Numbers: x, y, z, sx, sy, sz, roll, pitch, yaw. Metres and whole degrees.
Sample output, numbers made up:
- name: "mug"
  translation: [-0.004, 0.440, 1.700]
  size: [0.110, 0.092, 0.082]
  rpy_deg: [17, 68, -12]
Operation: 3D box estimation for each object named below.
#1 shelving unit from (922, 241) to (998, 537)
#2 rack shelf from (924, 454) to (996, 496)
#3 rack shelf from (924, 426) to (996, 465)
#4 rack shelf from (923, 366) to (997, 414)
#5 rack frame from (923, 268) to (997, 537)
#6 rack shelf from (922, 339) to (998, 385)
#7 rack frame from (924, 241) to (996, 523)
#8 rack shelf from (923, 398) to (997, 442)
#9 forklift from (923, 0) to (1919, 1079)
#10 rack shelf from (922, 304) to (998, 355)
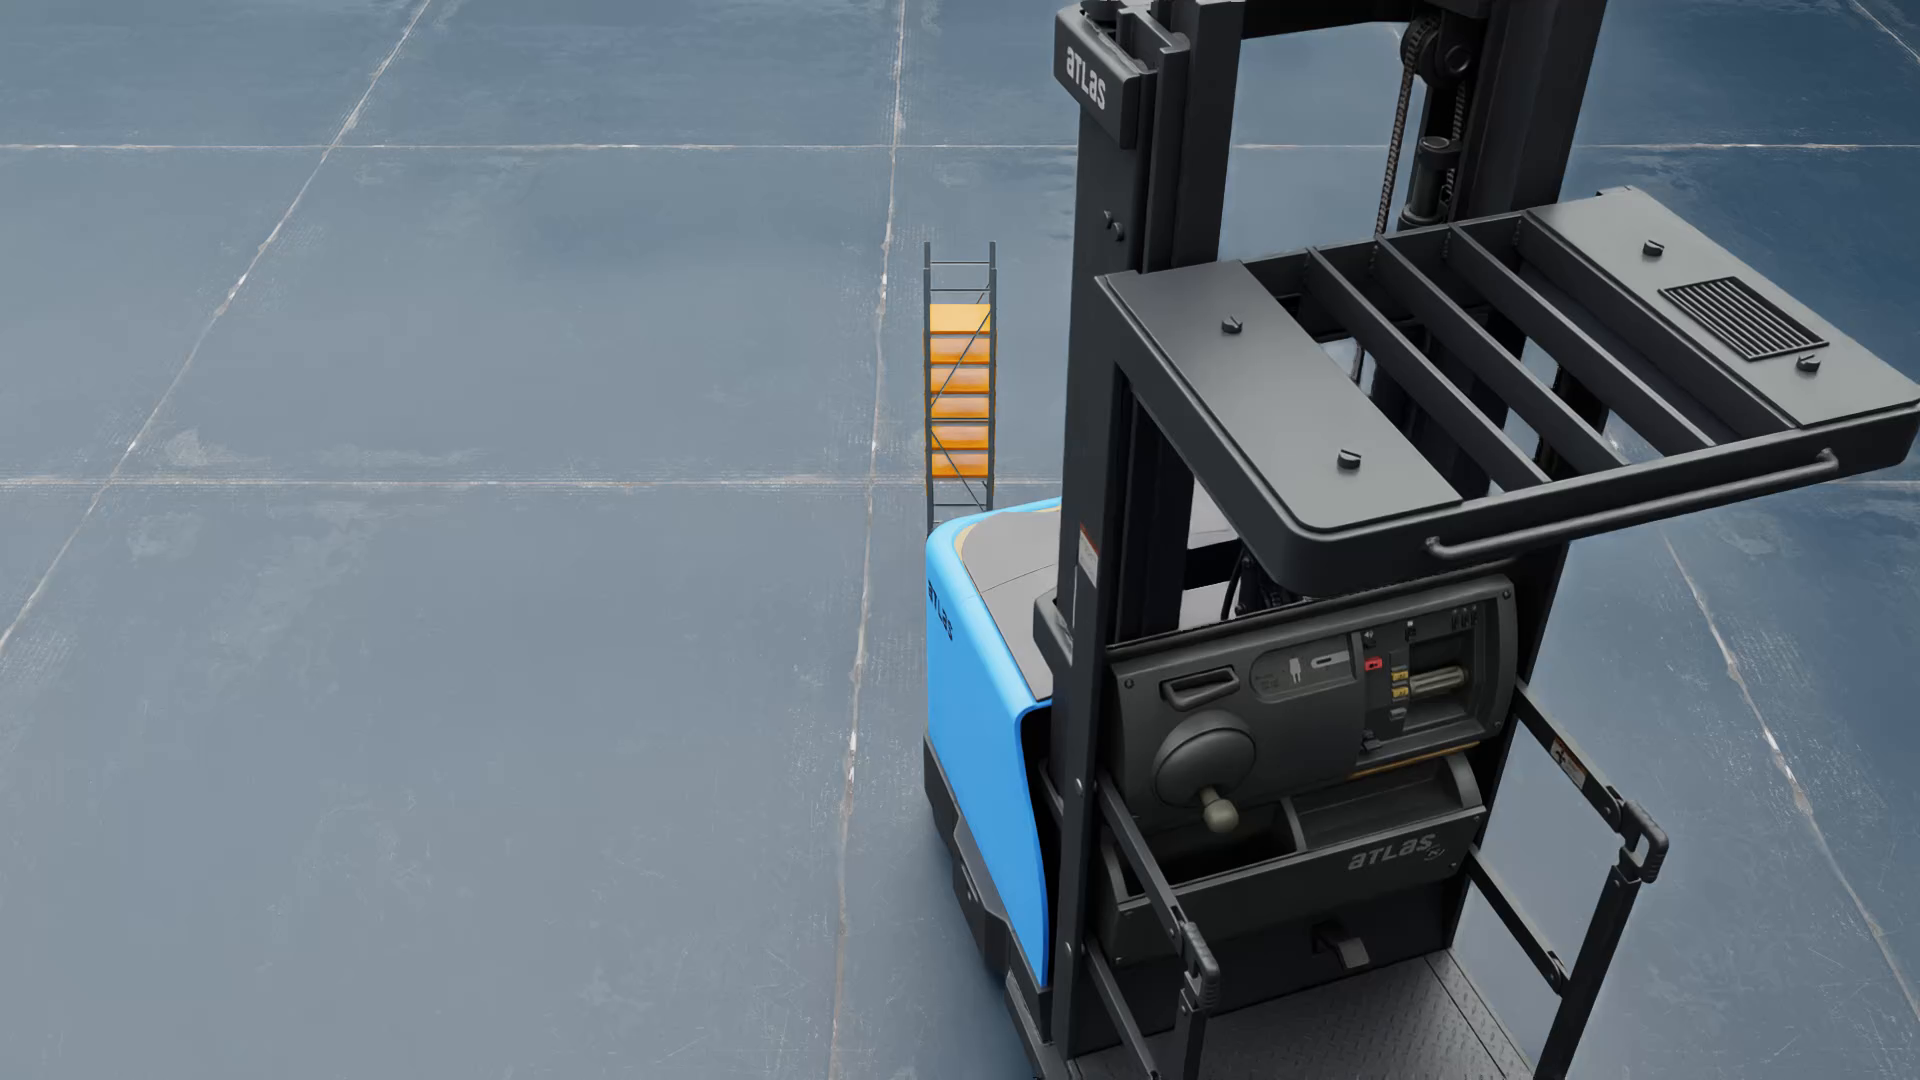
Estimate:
- name: "shelving unit"
  translation: [0.000, -0.477, 5.886]
  size: [0.258, 1.200, 0.189]
  rpy_deg: [0, 39, 0]
- name: "rack shelf"
  translation: [0.000, -0.255, 6.064]
  size: [0.258, 0.103, 0.180]
  rpy_deg: [0, 39, 0]
- name: "rack shelf"
  translation: [0.000, -0.349, 5.989]
  size: [0.258, 0.103, 0.180]
  rpy_deg: [0, 39, 0]
- name: "rack shelf"
  translation: [0.000, -0.536, 5.839]
  size: [0.258, 0.103, 0.180]
  rpy_deg: [0, 39, 0]
- name: "rack frame"
  translation: [0.000, -0.420, 5.815]
  size: [0.240, 1.200, 0.006]
  rpy_deg: [0, 39, 0]
- name: "rack shelf"
  translation: [0.000, -0.630, 5.764]
  size: [0.258, 0.103, 0.180]
  rpy_deg: [0, 39, 0]
- name: "rack frame"
  translation: [0.000, -0.534, 5.957]
  size: [0.240, 1.200, 0.006]
  rpy_deg: [0, 39, 0]
- name: "rack shelf"
  translation: [0.000, -0.443, 5.914]
  size: [0.258, 0.103, 0.180]
  rpy_deg: [0, 39, 0]
- name: "forklift"
  translation: [0.838, 0.427, 3.374]
  size: [1.130, 2.935, 3.031]
  rpy_deg: [-12, 40, -14]
- name: "rack shelf"
  translation: [0.000, -0.724, 5.689]
  size: [0.258, 0.103, 0.180]
  rpy_deg: [0, 39, 0]
